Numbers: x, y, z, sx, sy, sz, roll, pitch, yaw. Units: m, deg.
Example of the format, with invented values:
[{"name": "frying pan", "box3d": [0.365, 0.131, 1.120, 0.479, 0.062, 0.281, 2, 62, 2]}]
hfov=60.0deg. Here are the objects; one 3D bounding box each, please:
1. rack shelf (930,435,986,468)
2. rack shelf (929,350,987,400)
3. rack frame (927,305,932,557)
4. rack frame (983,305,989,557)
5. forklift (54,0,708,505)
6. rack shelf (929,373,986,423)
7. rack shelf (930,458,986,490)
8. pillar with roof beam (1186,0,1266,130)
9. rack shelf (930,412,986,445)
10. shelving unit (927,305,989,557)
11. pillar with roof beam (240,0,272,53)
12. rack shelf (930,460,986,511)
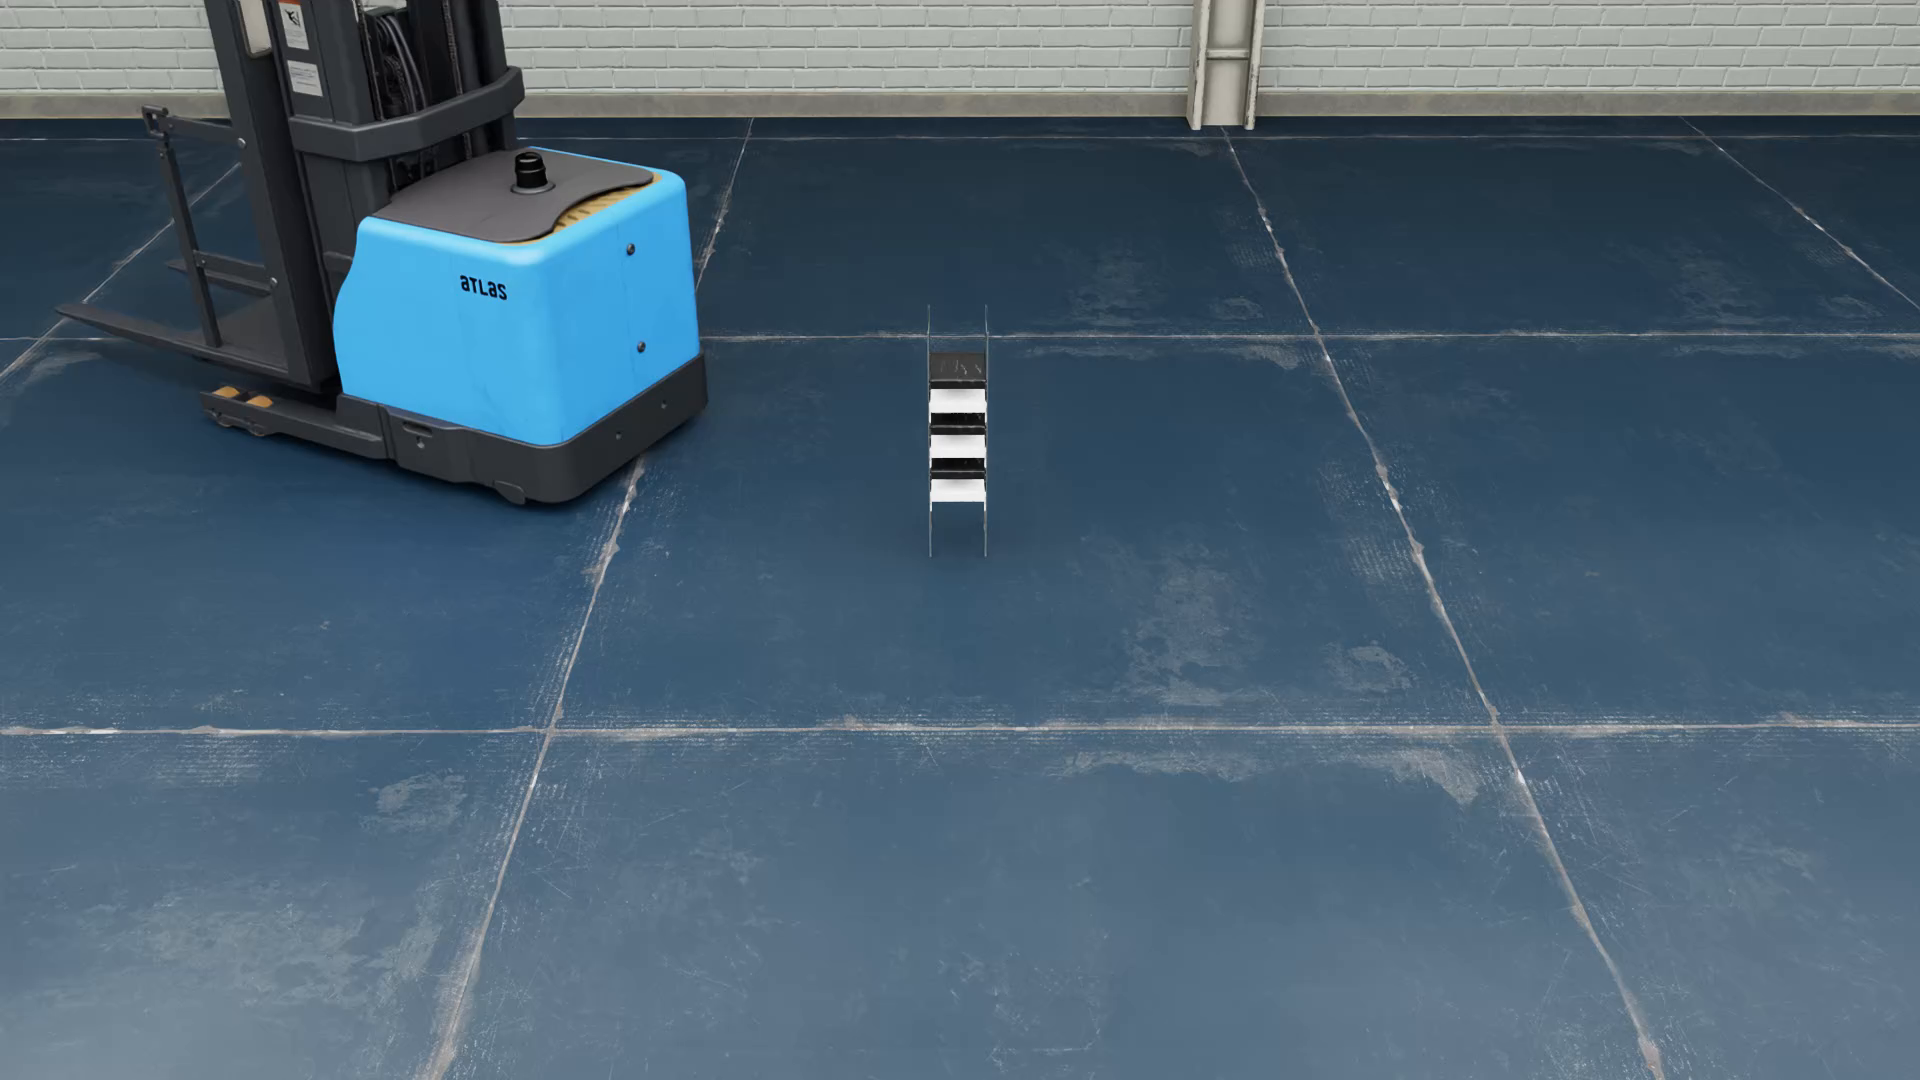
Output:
[{"name": "rack shelf", "box3d": [-0.008, -0.356, 6.034, 0.200, 0.077, 0.258, 0, 31, 0]}, {"name": "rack shelf", "box3d": [-0.008, -0.587, 5.894, 0.200, 0.077, 0.258, 0, 31, 0]}, {"name": "rack frame", "box3d": [-0.110, -0.384, 6.016, 0.006, 0.900, 0.240, 0, 31, 0]}, {"name": "rack frame", "box3d": [0.094, -0.385, 6.017, 0.006, 0.900, 0.240, 0, 31, 0]}, {"name": "forklift", "box3d": [-2.621, -1.913, 6.578, 3.031, 2.935, 1.130, 15, 34, 23]}, {"name": "rack shelf", "box3d": [-0.008, -0.510, 5.940, 0.200, 0.077, 0.258, 0, 31, 0]}, {"name": "rack shelf", "box3d": [-0.008, -0.279, 6.081, 0.200, 0.077, 0.258, 0, 31, 0]}, {"name": "pillar with roof beam", "box3d": [1.692, -4.297, 4.657, 0.400, 9.000, 9.100, 0, 31, 0]}, {"name": "rack shelf", "box3d": [-0.008, -0.433, 5.987, 0.200, 0.077, 0.258, 0, 31, 0]}, {"name": "shelving unit", "box3d": [-0.008, -0.385, 6.017, 0.210, 0.900, 0.258, 0, 31, 0]}, {"name": "pillar with roof beam", "box3d": [-4.308, -4.278, 4.626, 0.400, 9.000, 9.100, 0, 31, 0]}, {"name": "rack shelf", "box3d": [-0.008, -0.202, 6.127, 0.200, 0.077, 0.258, 0, 31, 0]}]
